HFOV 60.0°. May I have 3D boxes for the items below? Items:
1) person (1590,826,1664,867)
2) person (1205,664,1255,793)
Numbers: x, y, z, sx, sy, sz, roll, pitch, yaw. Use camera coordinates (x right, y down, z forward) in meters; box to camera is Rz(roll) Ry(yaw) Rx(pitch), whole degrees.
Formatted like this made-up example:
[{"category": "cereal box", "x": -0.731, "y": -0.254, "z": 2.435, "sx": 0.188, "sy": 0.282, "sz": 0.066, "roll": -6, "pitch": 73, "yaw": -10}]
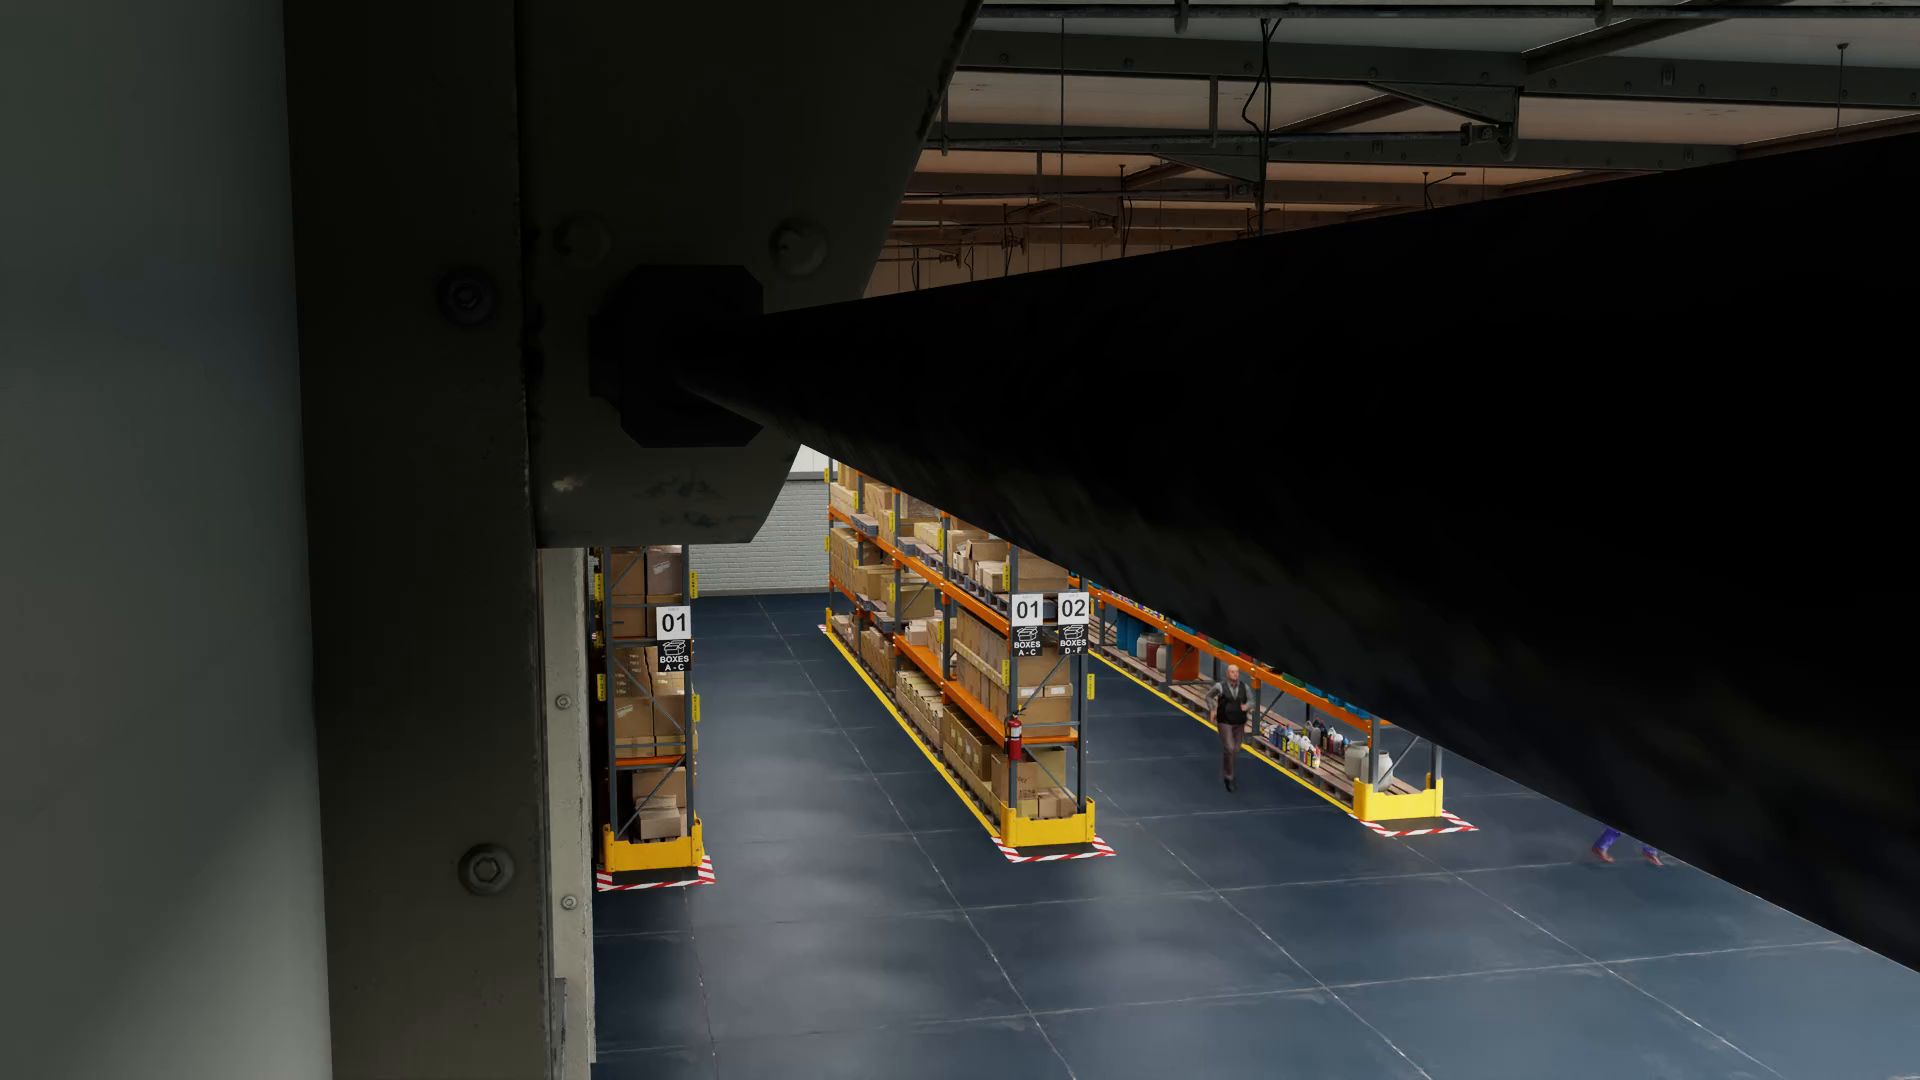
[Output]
[{"category": "person", "x": 8.134, "y": 3.140, "z": 20.146, "sx": 0.882, "sy": 1.697, "sz": 0.576, "roll": 3, "pitch": 7, "yaw": 21}, {"category": "person", "x": 3.865, "y": 2.647, "z": 23.701, "sx": 0.636, "sy": 1.772, "sz": 0.769, "roll": -1, "pitch": 7, "yaw": -12}]
